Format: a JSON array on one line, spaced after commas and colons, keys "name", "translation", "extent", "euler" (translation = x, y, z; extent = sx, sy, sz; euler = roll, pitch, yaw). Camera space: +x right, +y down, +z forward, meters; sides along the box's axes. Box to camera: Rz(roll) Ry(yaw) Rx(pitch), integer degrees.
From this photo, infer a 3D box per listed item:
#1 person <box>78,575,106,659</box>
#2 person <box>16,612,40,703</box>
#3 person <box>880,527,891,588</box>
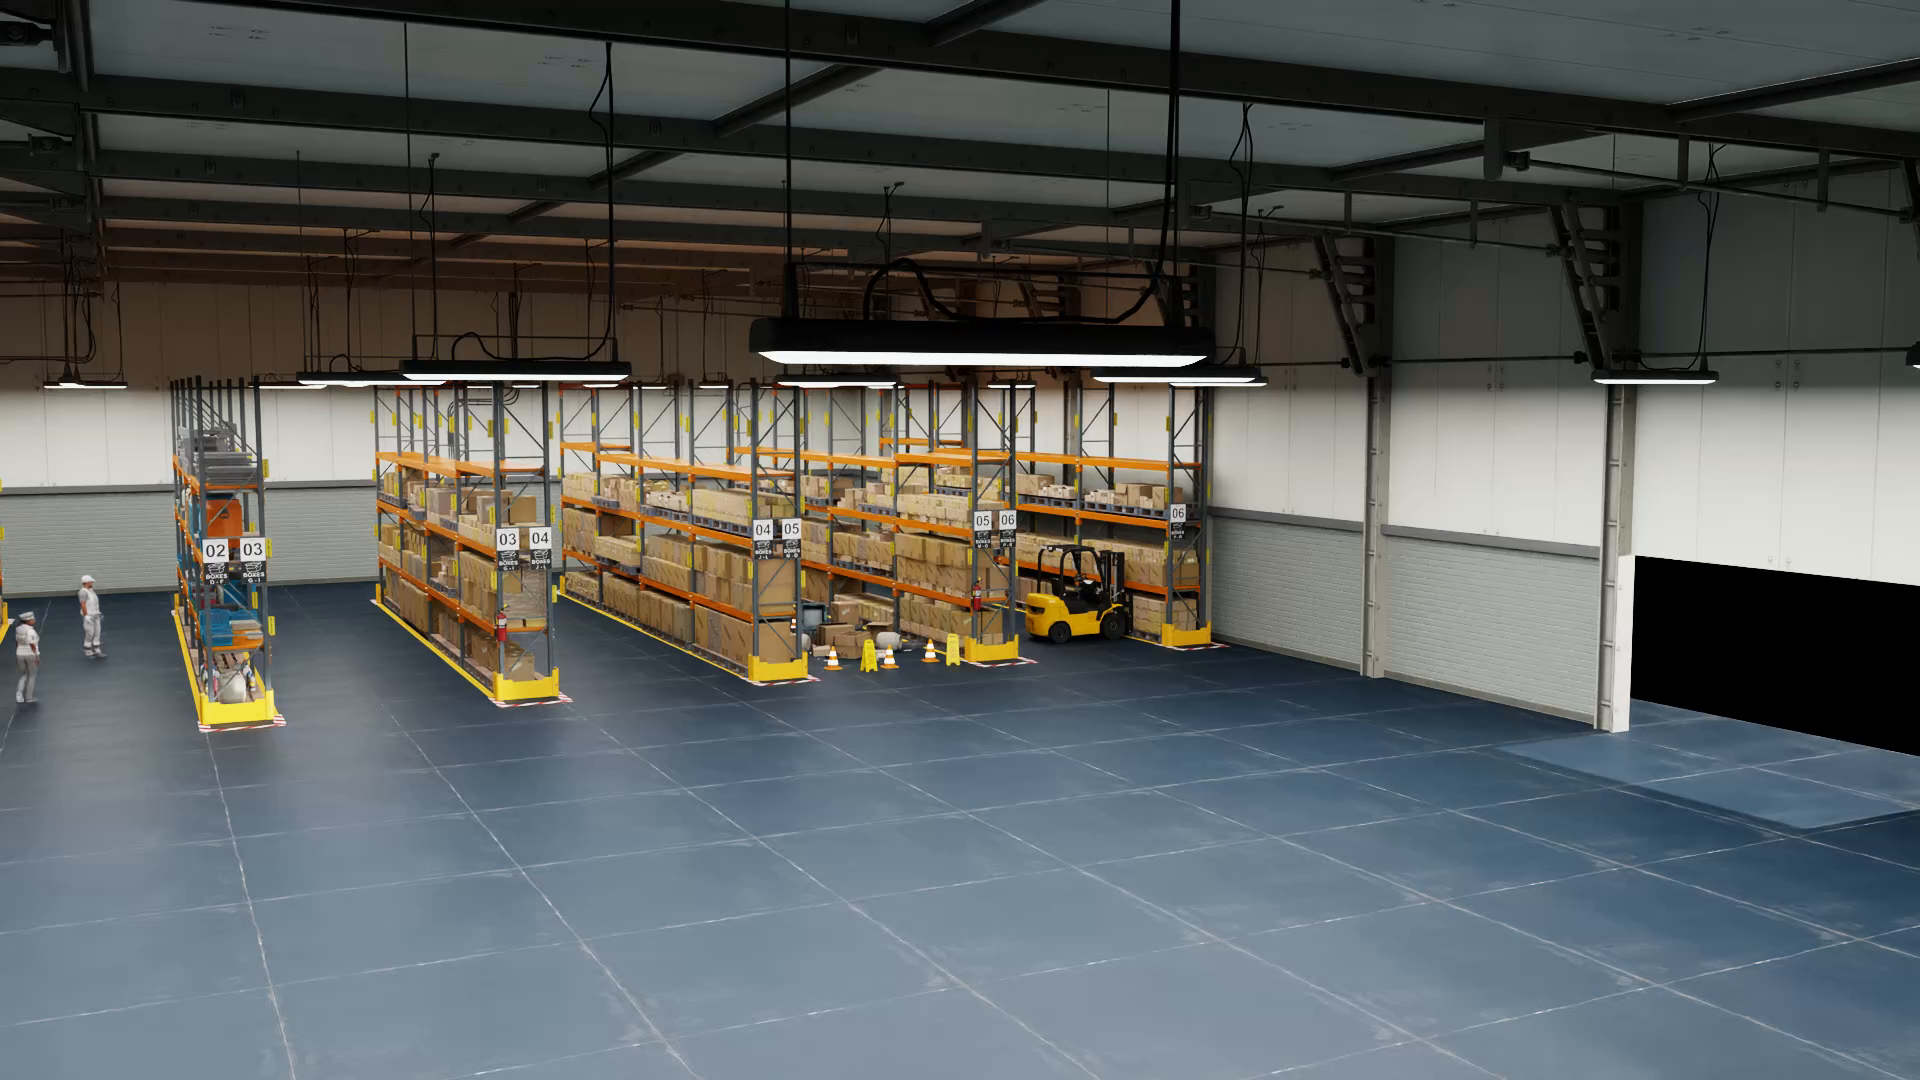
[{"name": "person", "translation": [-18.739, 1.670, 35.945], "extent": [0.510, 1.837, 0.591], "euler": [0, 5, 4]}, {"name": "person", "translation": [-17.157, 2.154, 30.600], "extent": [0.454, 1.681, 0.432], "euler": [0, 5, 4]}, {"name": "person", "translation": [-2.173, 0.514, 48.485], "extent": [0.669, 1.781, 0.405], "euler": [3, 6, 27]}]
